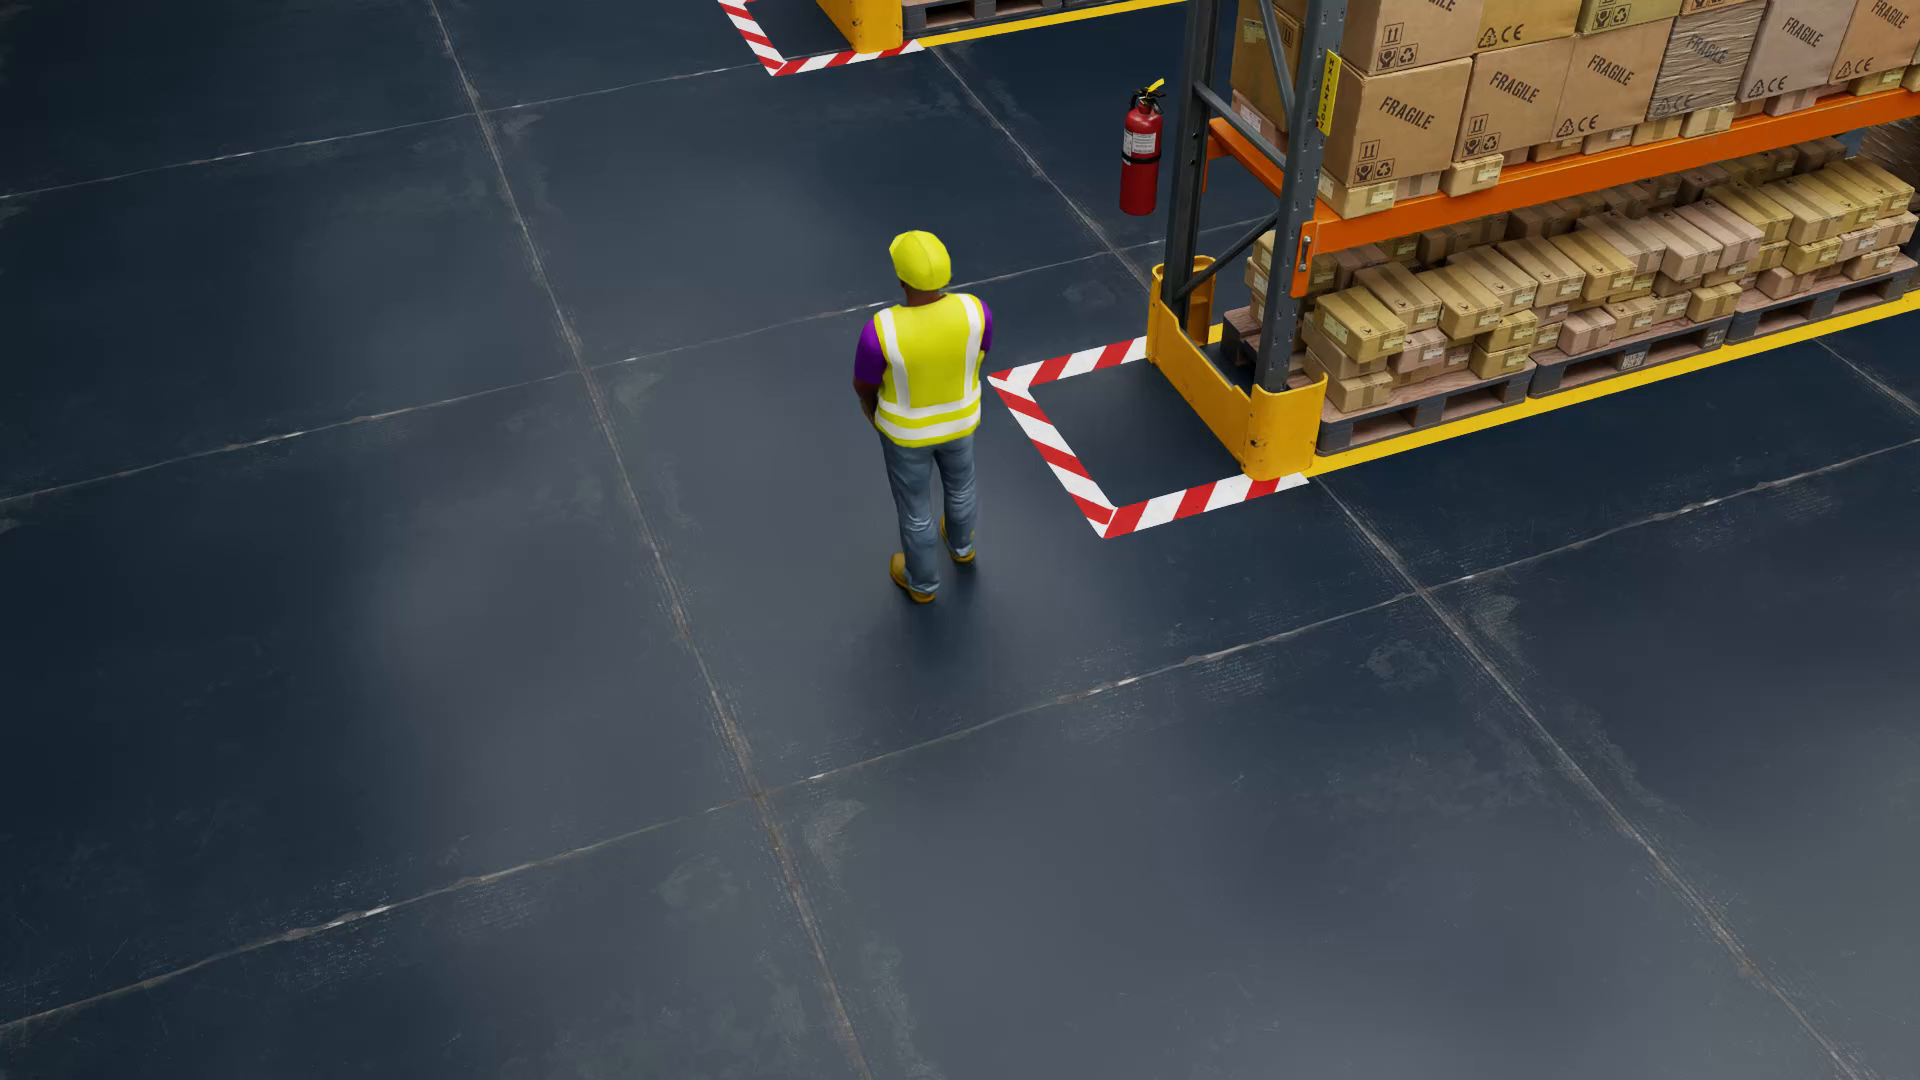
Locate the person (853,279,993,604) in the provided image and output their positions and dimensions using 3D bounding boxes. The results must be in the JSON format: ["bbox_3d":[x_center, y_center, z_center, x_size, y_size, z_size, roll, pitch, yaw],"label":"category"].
[{"bbox_3d":[-0.168,-0.515,6.742,0.571,1.734,0.551,-14,43,-15],"label":"person"}]
